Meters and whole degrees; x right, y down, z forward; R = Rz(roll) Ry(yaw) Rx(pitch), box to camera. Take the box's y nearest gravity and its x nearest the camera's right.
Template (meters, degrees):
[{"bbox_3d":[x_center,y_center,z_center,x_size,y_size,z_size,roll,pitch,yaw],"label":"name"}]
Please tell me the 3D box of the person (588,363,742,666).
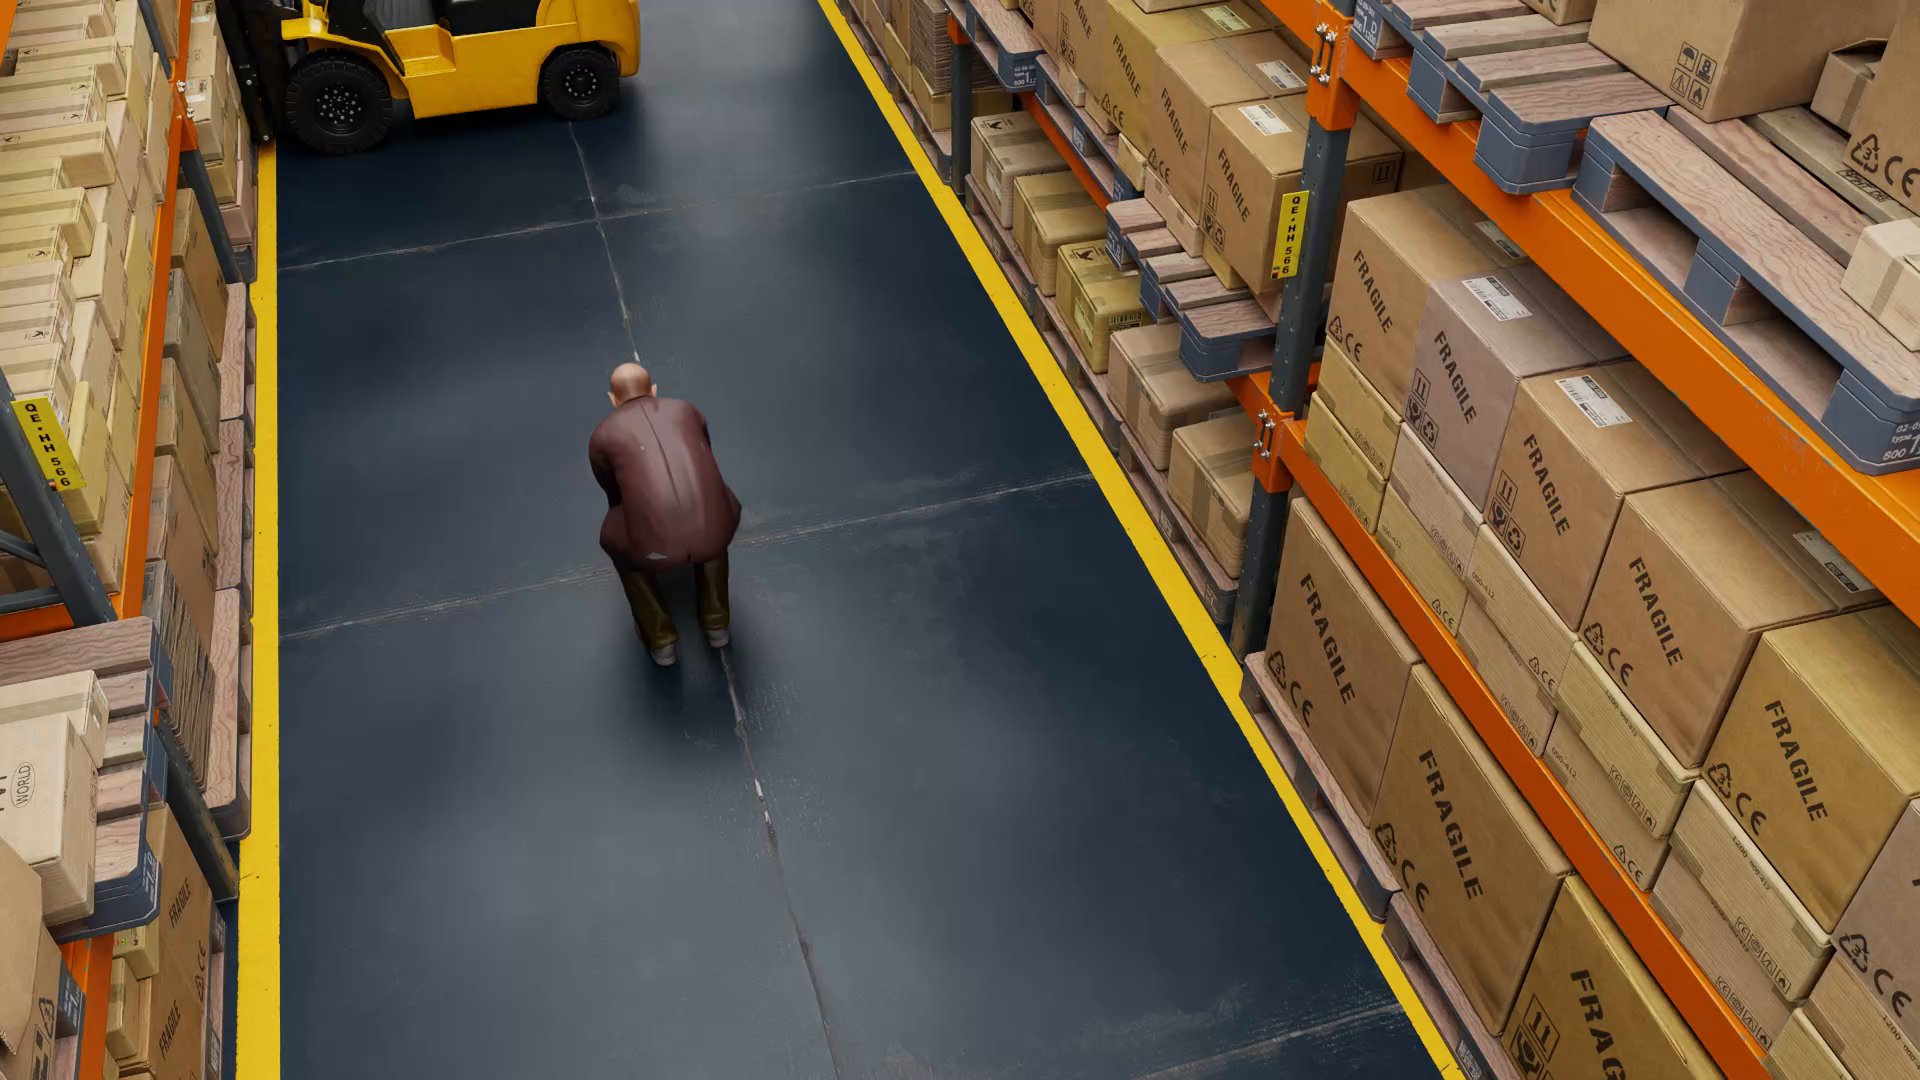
[{"bbox_3d":[-1.204,-0.087,6.829,0.591,1.031,0.939,-14,43,-15],"label":"person"}]
